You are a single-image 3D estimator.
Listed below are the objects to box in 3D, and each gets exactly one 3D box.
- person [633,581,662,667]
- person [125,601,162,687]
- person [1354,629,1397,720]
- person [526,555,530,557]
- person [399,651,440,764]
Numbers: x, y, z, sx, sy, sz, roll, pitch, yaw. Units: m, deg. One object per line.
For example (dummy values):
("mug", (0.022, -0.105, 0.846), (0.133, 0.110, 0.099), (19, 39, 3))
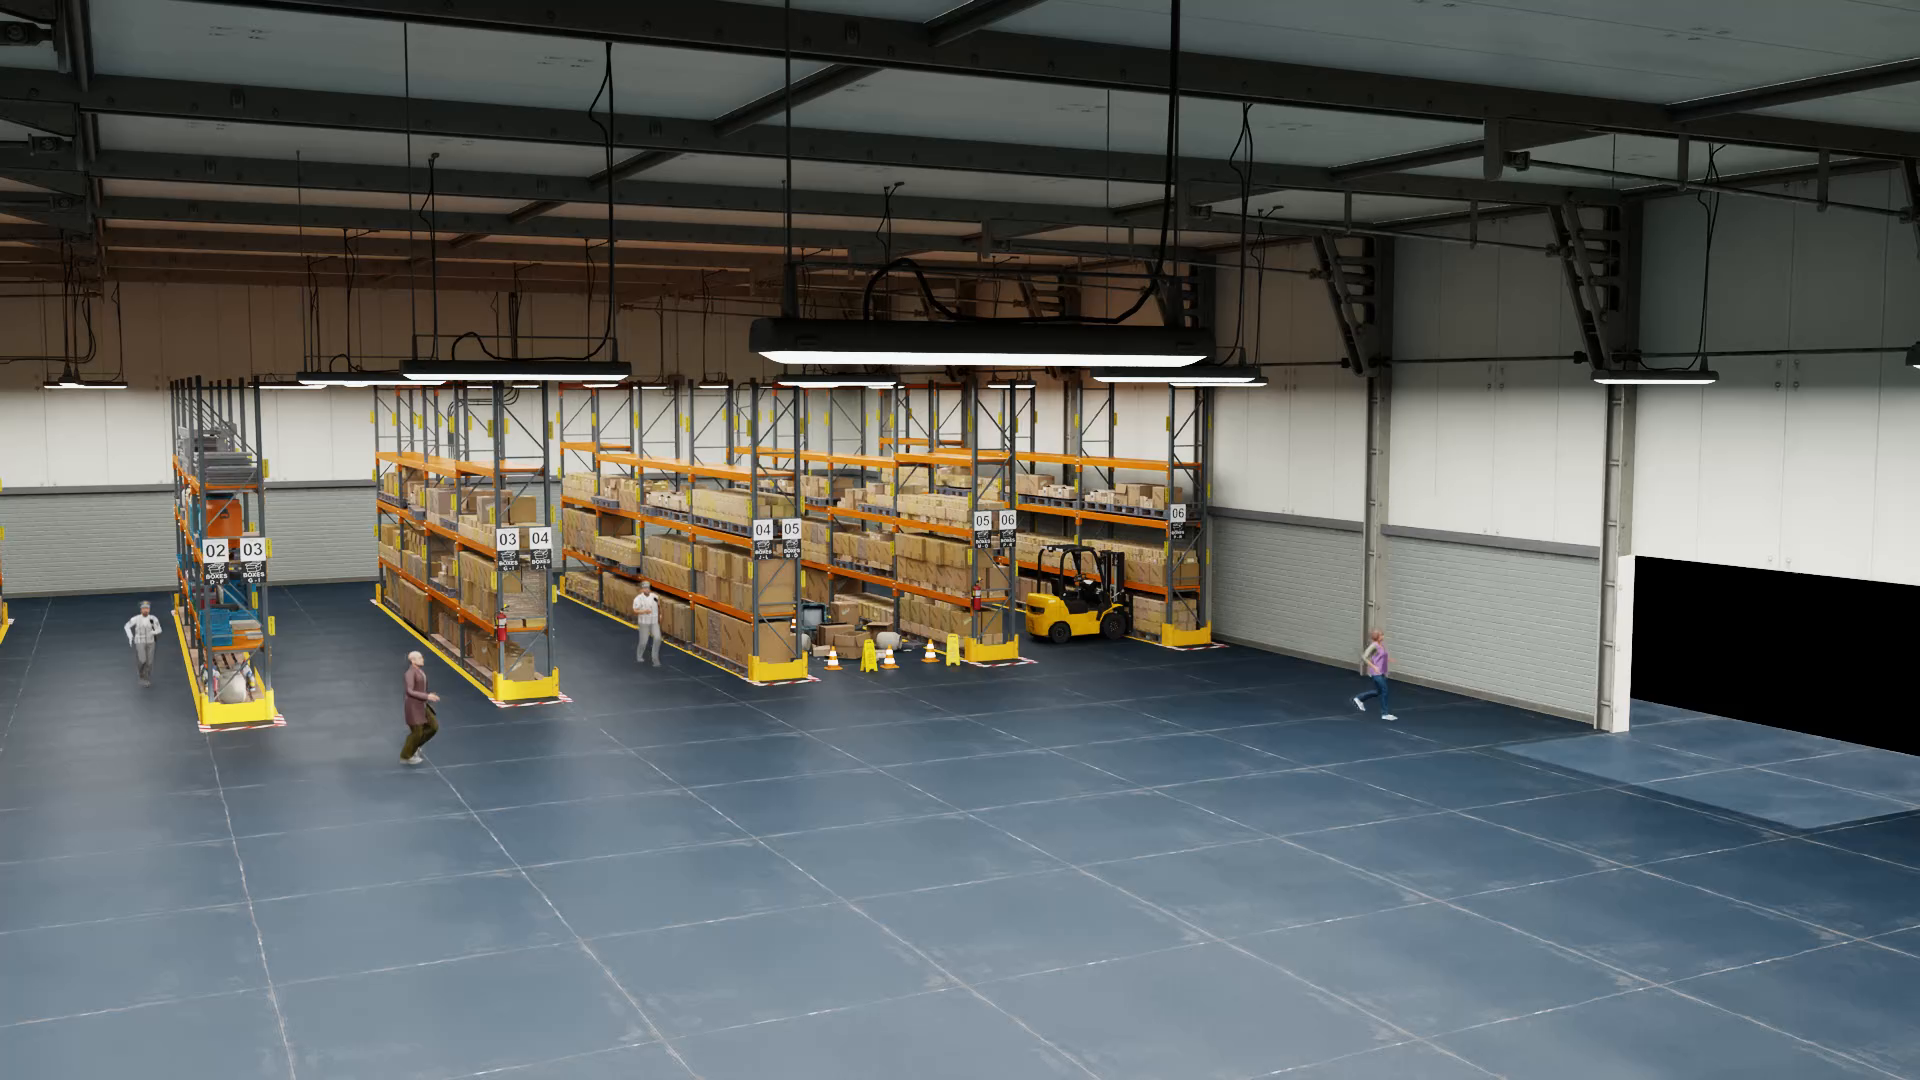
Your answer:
("person", (-6.538, 1.761, 34.892), (0.670, 1.830, 0.822), (-3, 6, -30))
("person", (-15.769, 2.014, 32.189), (0.598, 1.669, 0.608), (-4, 6, -38))
("person", (7.286, 2.343, 29.128), (0.822, 1.571, 0.547), (4, 6, 35))
("person", (-12.403, 0.788, 46.624), (0.747, 1.630, 0.691), (0, 5, -5))
("person", (-8.296, 2.575, 25.570), (0.679, 1.756, 0.747), (0, 5, 2))
